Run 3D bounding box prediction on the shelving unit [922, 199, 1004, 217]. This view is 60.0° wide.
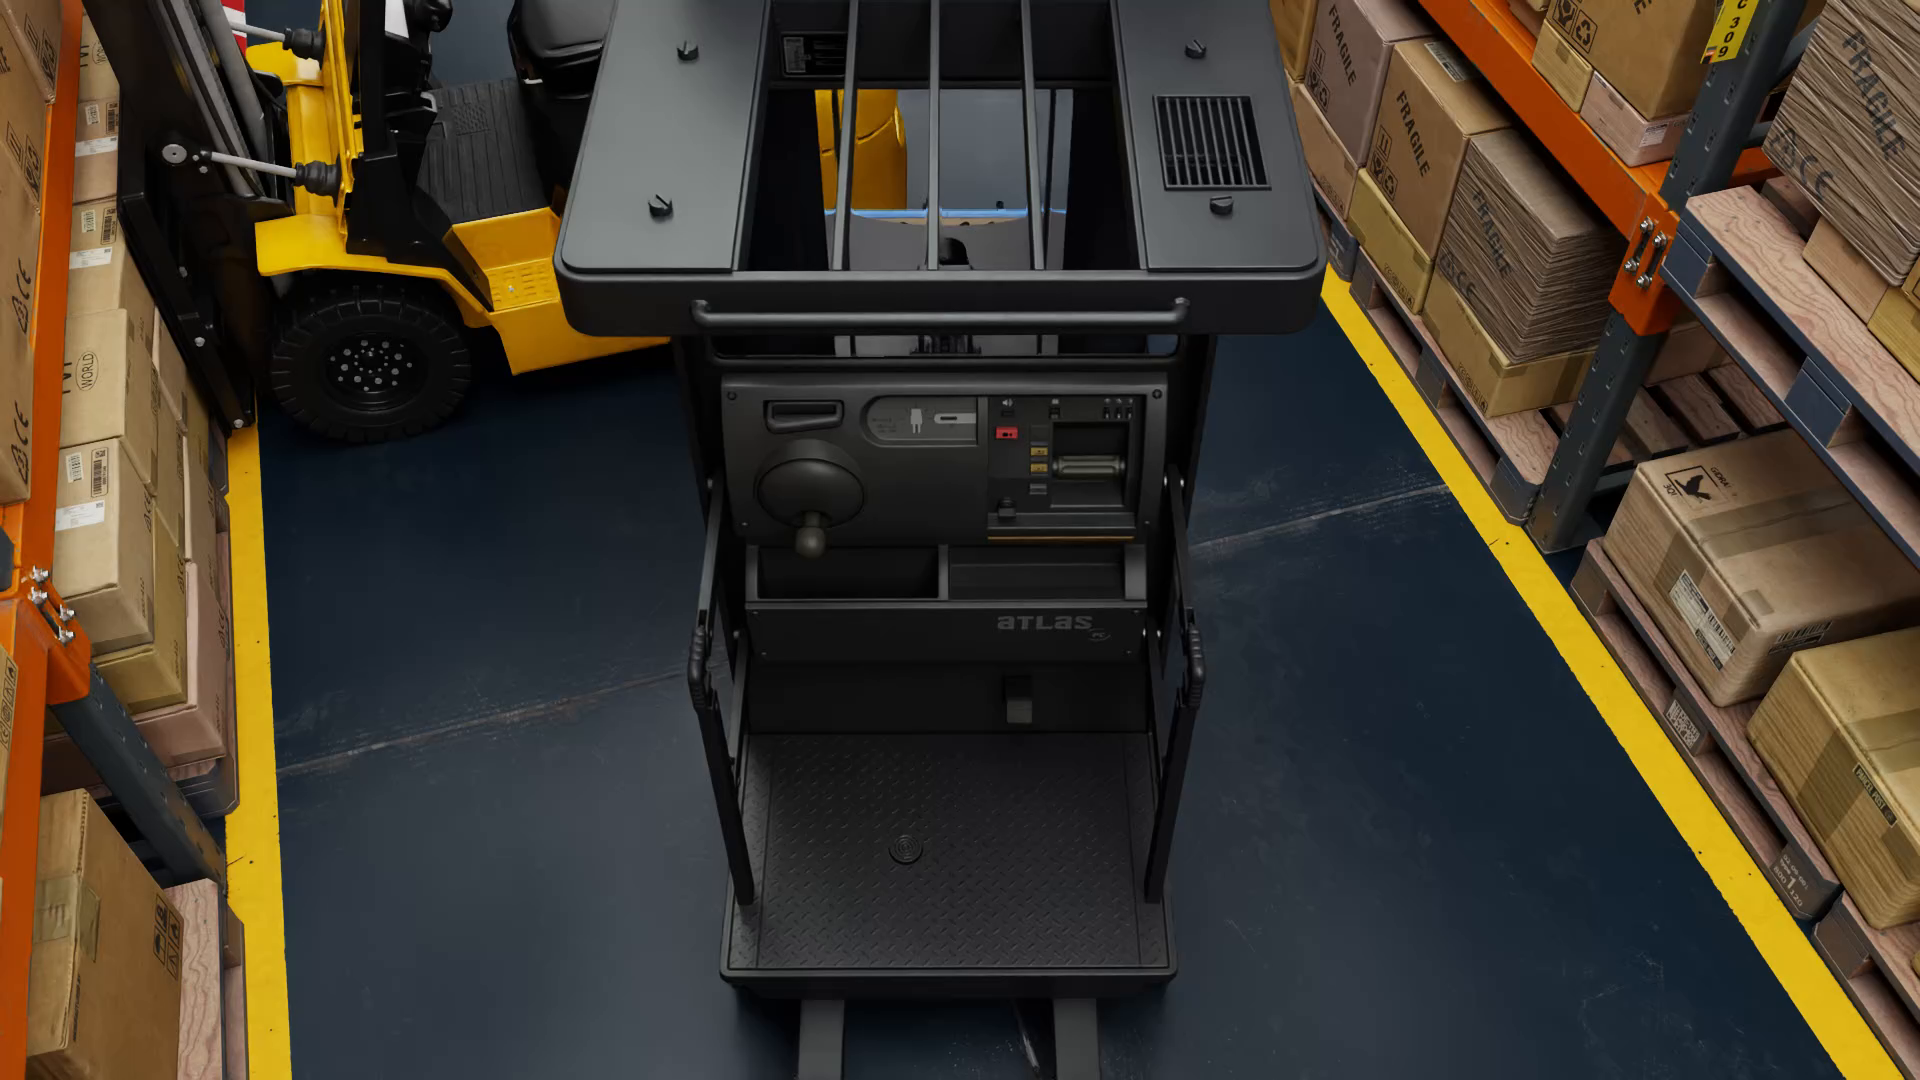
[{"bbox_3d":[0.009,-0.641,5.202,0.258,0.900,0.210,0,50,0],"label":"shelving unit"}]

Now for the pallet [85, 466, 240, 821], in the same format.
[{"bbox_3d":[-2.650,0.362,4.807,1.003,0.211,1.213,-13,51,-11],"label":"pallet"}]

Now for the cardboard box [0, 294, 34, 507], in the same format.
[{"bbox_3d":[-2.337,-0.362,3.528,0.500,0.500,0.500,-15,51,-12],"label":"cardboard box"}]

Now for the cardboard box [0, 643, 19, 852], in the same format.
[{"bbox_3d":[-2.056,0.410,3.040,0.500,0.250,0.500,-12,51,-10],"label":"cardboard box"}]

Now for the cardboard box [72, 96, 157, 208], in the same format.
[{"bbox_3d":[-2.746,-1.064,5.055,0.500,0.250,0.500,-14,51,-12],"label":"cardboard box"}]

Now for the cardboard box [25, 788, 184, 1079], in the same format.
[{"bbox_3d":[-2.290,1.062,3.671,0.875,0.625,0.625,-11,51,-9],"label":"cardboard box"}]

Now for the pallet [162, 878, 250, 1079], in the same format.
[{"bbox_3d":[-2.200,1.481,3.863,1.003,0.211,1.213,-13,51,-11],"label":"pallet"}]

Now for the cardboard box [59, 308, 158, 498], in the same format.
[{"bbox_3d":[-2.440,-0.318,4.426,0.500,0.250,0.500,-13,51,-11],"label":"cardboard box"}]

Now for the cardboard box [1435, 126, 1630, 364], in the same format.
[{"bbox_3d":[1.854,-0.934,5.109,0.500,0.500,0.500,-14,51,-11],"label":"cardboard box"}]

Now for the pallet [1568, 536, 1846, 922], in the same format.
[{"bbox_3d":[2.517,0.395,4.779,1.003,0.211,1.213,-13,51,-11],"label":"pallet"}]

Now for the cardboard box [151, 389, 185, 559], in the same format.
[{"bbox_3d":[-2.454,-0.148,4.609,0.500,0.250,0.500,-14,51,-11],"label":"cardboard box"}]

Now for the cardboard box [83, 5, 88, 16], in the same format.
[{"bbox_3d":[-3.047,-1.802,5.677,0.500,0.250,0.500,-12,51,-10],"label":"cardboard box"}]

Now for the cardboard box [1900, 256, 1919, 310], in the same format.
[{"bbox_3d":[2.299,-0.562,3.228,0.500,0.500,0.500,-13,51,-11],"label":"cardboard box"}]

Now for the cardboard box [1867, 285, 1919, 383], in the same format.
[{"bbox_3d":[2.212,-0.467,3.571,0.380,0.149,0.250,-12,51,-10],"label":"cardboard box"}]

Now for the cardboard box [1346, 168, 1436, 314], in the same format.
[{"bbox_3d":[1.687,-1.079,5.721,0.500,0.250,0.500,-15,51,-12],"label":"cardboard box"}]

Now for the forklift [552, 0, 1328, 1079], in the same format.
[{"bbox_3d":[-0.029,-0.052,3.377,1.130,2.935,3.031,0,50,0],"label":"forklift"}]

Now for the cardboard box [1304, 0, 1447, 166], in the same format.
[{"bbox_3d":[1.550,-1.678,5.736,0.500,0.500,0.500,-11,51,-9],"label":"cardboard box"}]

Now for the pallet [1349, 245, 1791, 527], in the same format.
[{"bbox_3d":[2.053,-0.656,5.665,1.003,0.211,1.213,-13,51,-11],"label":"pallet"}]

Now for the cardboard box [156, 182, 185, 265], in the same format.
[{"bbox_3d":[-2.740,-0.886,5.232,0.500,0.250,0.500,-13,51,-11],"label":"cardboard box"}]

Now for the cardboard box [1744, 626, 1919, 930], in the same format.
[{"bbox_3d":[2.659,0.547,4.271,0.950,0.372,0.625,-10,51,-9],"label":"cardboard box"}]

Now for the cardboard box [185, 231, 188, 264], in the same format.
[{"bbox_3d":[-2.745,-0.739,5.434,0.500,0.250,0.500,-12,51,-10],"label":"cardboard box"}]

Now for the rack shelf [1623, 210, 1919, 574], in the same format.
[{"bbox_3d":[2.877,0.621,3.235,1.077,0.370,4.000,-13,51,-11],"label":"rack shelf"}]

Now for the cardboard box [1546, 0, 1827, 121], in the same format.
[{"bbox_3d":[1.916,-1.468,4.266,0.500,0.500,0.500,-14,51,-12],"label":"cardboard box"}]

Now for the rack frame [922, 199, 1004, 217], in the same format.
[{"bbox_3d":[0.009,-0.719,5.267,0.240,0.900,0.006,0,50,0],"label":"rack frame"}]

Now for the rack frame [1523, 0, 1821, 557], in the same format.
[{"bbox_3d":[2.285,-1.072,4.192,1.000,3.000,0.127,-13,51,-11],"label":"rack frame"}]

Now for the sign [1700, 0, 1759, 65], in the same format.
[{"bbox_3d":[1.769,-1.223,3.753,0.100,0.325,0.005,-13,51,-11],"label":"sign"}]

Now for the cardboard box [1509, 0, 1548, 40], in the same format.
[{"bbox_3d":[1.816,-1.545,4.755,0.380,0.149,0.250,-13,51,-11],"label":"cardboard box"}]

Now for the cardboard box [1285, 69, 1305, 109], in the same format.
[{"bbox_3d":[1.394,-1.820,6.347,0.500,0.250,0.500,-10,51,-9],"label":"cardboard box"}]

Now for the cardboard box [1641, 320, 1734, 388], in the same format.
[{"bbox_3d":[2.369,-0.813,5.497,0.500,0.250,0.500,-15,52,-13],"label":"cardboard box"}]

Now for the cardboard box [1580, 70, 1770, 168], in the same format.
[{"bbox_3d":[1.899,-1.157,4.427,0.380,0.149,0.250,-14,51,-11],"label":"cardboard box"}]

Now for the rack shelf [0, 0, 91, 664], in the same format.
[{"bbox_3d":[-3.047,-1.176,4.750,1.077,0.370,4.000,-13,51,-11],"label":"rack shelf"}]

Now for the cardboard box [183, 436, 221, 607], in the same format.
[{"bbox_3d":[-2.447,0.009,4.805,0.500,0.250,0.500,-14,51,-12],"label":"cardboard box"}]

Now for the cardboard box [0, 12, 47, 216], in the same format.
[{"bbox_3d":[-2.658,-1.108,4.157,0.500,0.500,0.500,-14,51,-11],"label":"cardboard box"}]
